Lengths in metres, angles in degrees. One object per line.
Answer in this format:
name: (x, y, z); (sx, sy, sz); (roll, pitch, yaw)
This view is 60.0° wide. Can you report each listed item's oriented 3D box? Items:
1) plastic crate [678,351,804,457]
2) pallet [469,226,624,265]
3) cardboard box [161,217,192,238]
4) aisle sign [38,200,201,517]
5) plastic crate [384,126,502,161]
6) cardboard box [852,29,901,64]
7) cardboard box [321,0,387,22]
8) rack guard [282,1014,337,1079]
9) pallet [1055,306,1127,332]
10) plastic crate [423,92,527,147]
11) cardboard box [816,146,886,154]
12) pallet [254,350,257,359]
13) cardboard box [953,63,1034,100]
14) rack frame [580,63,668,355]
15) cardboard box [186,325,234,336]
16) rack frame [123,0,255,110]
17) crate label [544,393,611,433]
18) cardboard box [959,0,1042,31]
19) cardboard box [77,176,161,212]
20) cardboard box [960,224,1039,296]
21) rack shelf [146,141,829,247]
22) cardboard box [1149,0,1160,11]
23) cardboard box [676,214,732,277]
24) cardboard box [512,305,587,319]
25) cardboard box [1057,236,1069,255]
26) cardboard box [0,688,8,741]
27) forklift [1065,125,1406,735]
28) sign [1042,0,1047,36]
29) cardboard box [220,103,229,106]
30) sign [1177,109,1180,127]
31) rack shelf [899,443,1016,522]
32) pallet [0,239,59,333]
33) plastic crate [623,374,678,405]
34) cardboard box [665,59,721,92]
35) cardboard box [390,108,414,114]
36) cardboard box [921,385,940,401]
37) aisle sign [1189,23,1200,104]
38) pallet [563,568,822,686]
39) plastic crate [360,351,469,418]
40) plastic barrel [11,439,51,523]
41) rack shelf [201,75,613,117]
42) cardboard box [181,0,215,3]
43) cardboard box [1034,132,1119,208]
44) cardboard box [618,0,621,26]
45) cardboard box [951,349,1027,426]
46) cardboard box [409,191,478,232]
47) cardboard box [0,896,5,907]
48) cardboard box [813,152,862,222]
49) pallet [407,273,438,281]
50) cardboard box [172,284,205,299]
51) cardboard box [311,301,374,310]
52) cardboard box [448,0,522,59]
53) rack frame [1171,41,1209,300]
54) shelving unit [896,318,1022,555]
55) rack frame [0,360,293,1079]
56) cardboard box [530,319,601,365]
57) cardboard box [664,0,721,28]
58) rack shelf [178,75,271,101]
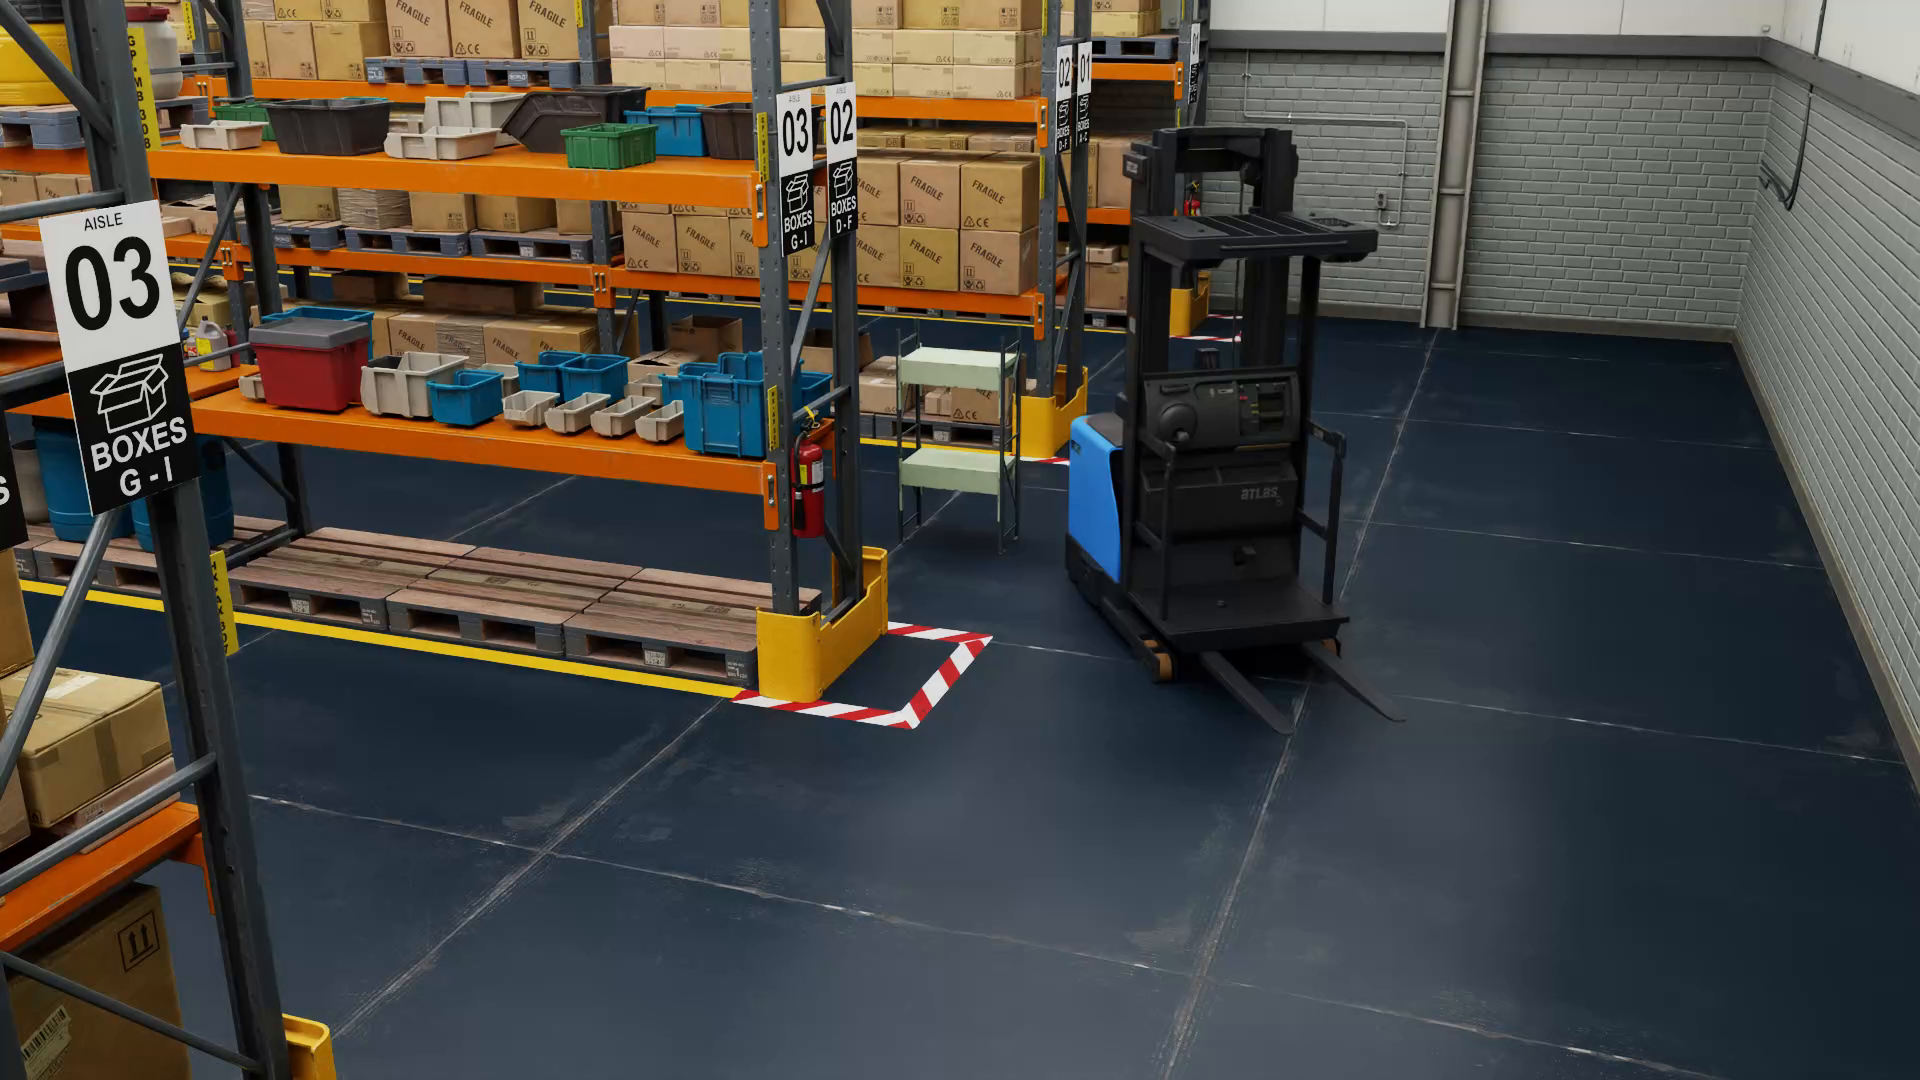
plastic crate: (-1.173, -0.745, 9.012); (0.499, 0.435, 0.616); (7, 20, 18)
pallet: (-3.664, -2.724, 15.124); (1.213, 0.211, 1.003); (7, 20, 18)
cardboard box: (-7.663, -3.019, 16.061); (0.250, 0.149, 0.380); (7, 20, 18)
aisle sign: (-2.254, -0.495, 4.490); (0.004, 0.787, 0.394); (7, 20, 18)
plastic crate: (-2.829, -2.160, 9.060); (0.530, 0.136, 0.437); (7, 20, 18)
cardboard box: (-0.679, -3.929, 13.202); (0.500, 0.250, 0.500); (7, 20, 18)
cardboard box: (-5.350, -4.903, 14.856); (0.500, 0.500, 0.500); (7, 20, 18)
rack guard: (-2.398, 2.001, 5.077); (0.348, 0.500, 1.175); (7, 20, 18)
pallet: (1.675, -2.548, 18.565); (1.213, 0.211, 1.003); (7, 20, 18)
plastic crate: (-2.788, -2.418, 9.579); (0.530, 0.282, 0.437); (7, 20, 18)
cardboard box: (-0.946, -3.075, 14.171); (0.500, 0.500, 0.500); (6, 20, 18)
pallet: (-7.488, -1.910, 16.736); (1.213, 0.211, 1.003); (7, 20, 18)
cardboard box: (0.262, -3.581, 12.963); (0.500, 0.250, 0.500); (7, 20, 18)
rack frame: (-2.945, -2.694, 14.748); (0.127, 3.000, 1.000); (7, 20, 18)
cardboard box: (-7.300, -2.007, 16.316); (0.500, 0.250, 0.500); (7, 20, 19)
rack frame: (-4.574, -3.987, 9.343); (0.127, 3.000, 1.000); (7, 20, 18)
crate label: (-2.165, -0.716, 9.383); (0.243, 0.136, 0.396); (7, 20, 18)
cardboard box: (0.343, -4.248, 12.978); (0.500, 0.500, 0.700); (7, 20, 18)
cardboard box: (-8.314, -3.349, 16.476); (0.500, 0.500, 0.500); (5, 20, 15)
cardboard box: (0.321, -2.273, 13.388); (0.500, 0.500, 0.500); (7, 20, 20)
rack shelf: (-2.684, -2.015, 9.335); (4.000, 0.370, 1.077); (7, 20, 18)
cardboard box: (1.846, -5.902, 17.691); (0.500, 0.500, 0.500); (6, 20, 16)
cardboard box: (-2.068, -2.547, 14.174); (0.500, 0.500, 0.500); (7, 20, 19)
cardboard box: (-3.829, -1.904, 15.609); (0.500, 0.500, 0.500); (7, 20, 19)
cardboard box: (1.231, -3.302, 18.665); (0.250, 0.149, 0.380); (7, 20, 19)
cardboard box: (-2.967, 0.423, 4.442); (0.500, 0.500, 0.500); (7, 20, 19)
forklift: (1.540, -0.729, 9.216); (1.130, 2.935, 3.031); (-5, 20, -13)
sign: (0.633, -3.926, 12.380); (0.005, 0.325, 0.100); (7, 20, 18)
cardboard box: (-9.428, -5.346, 21.415); (0.500, 0.500, 0.500); (6, 20, 18)
sign: (2.265, -4.294, 17.219); (0.005, 0.325, 0.100); (7, 20, 18)
rack shelf: (-0.006, -0.401, 11.439); (0.720, 0.370, 0.431); (7, 20, 18)
pallet: (-3.125, -0.634, 4.414); (1.213, 0.211, 1.003); (7, 20, 18)
plastic crate: (-1.837, -0.889, 9.878); (0.298, 0.136, 0.250); (7, 20, 18)
cardboard box: (-2.096, -3.855, 13.749); (0.500, 0.250, 0.500); (7, 20, 18)
cardboard box: (-7.252, -5.164, 21.014); (0.500, 0.500, 0.700); (10, 21, 26)
cardboard box: (-0.059, -1.372, 14.465); (0.500, 0.250, 0.500); (7, 20, 18)
aisle sign: (2.425, -4.929, 17.210); (0.004, 0.787, 0.394); (7, 20, 18)
pallet: (-1.562, 0.493, 9.840); (1.213, 0.211, 1.003); (7, 20, 18)
plastic crate: (-3.192, -0.904, 9.703); (0.530, 0.282, 0.437); (7, 20, 18)
plastic barrel: (-6.255, -0.407, 11.329); (0.421, 0.512, 0.421); (0, 19, 0)
rack shelf: (-4.834, -3.987, 14.992); (4.000, 0.370, 1.077); (7, 20, 18)
cardboard box: (-9.442, -7.014, 20.882); (0.500, 0.500, 0.500); (5, 20, 13)
cardboard box: (1.280, -4.071, 18.243); (0.700, 0.700, 0.980); (6, 20, 18)
cardboard box: (-3.588, -6.199, 19.425); (0.500, 0.500, 0.700); (8, 21, 21)
cardboard box: (0.239, -1.271, 13.796); (0.500, 0.500, 0.500); (7, 20, 18)
cardboard box: (-4.634, -3.111, 15.155); (0.500, 0.500, 0.700); (1, 19, 4)
cardboard box: (-2.865, 1.000, 4.531); (0.250, 0.149, 0.380); (7, 20, 19)
cardboard box: (-1.131, -2.908, 13.691); (0.500, 0.500, 0.500); (7, 20, 20)
pallet: (-6.987, -3.567, 21.489); (1.213, 0.211, 1.003); (7, 20, 18)
cardboard box: (-7.792, -2.325, 16.376); (0.500, 0.311, 0.500); (6, 20, 17)
cardboard box: (-5.891, -1.961, 15.773); (0.500, 0.500, 0.500); (6, 20, 16)
cardboard box: (-4.035, -4.546, 14.561); (0.600, 0.600, 0.600); (6, 20, 17)
rack frame: (2.456, -3.803, 17.928); (0.127, 3.000, 1.000); (7, 20, 18)
shelving unit: (-0.006, -0.709, 11.331); (0.755, 1.500, 0.431); (7, 20, 18)
rack frame: (-2.421, 0.818, 4.673); (0.127, 3.000, 1.000); (7, 20, 18)
cardboard box: (-3.505, -1.686, 14.984); (0.500, 0.500, 0.500); (6, 20, 18)
cardboard box: (-2.047, -4.491, 13.675); (0.500, 0.500, 0.700); (7, 20, 18)
rack shelf: (-8.612, -4.419, 16.232); (4.000, 0.370, 1.077); (7, 20, 18)
